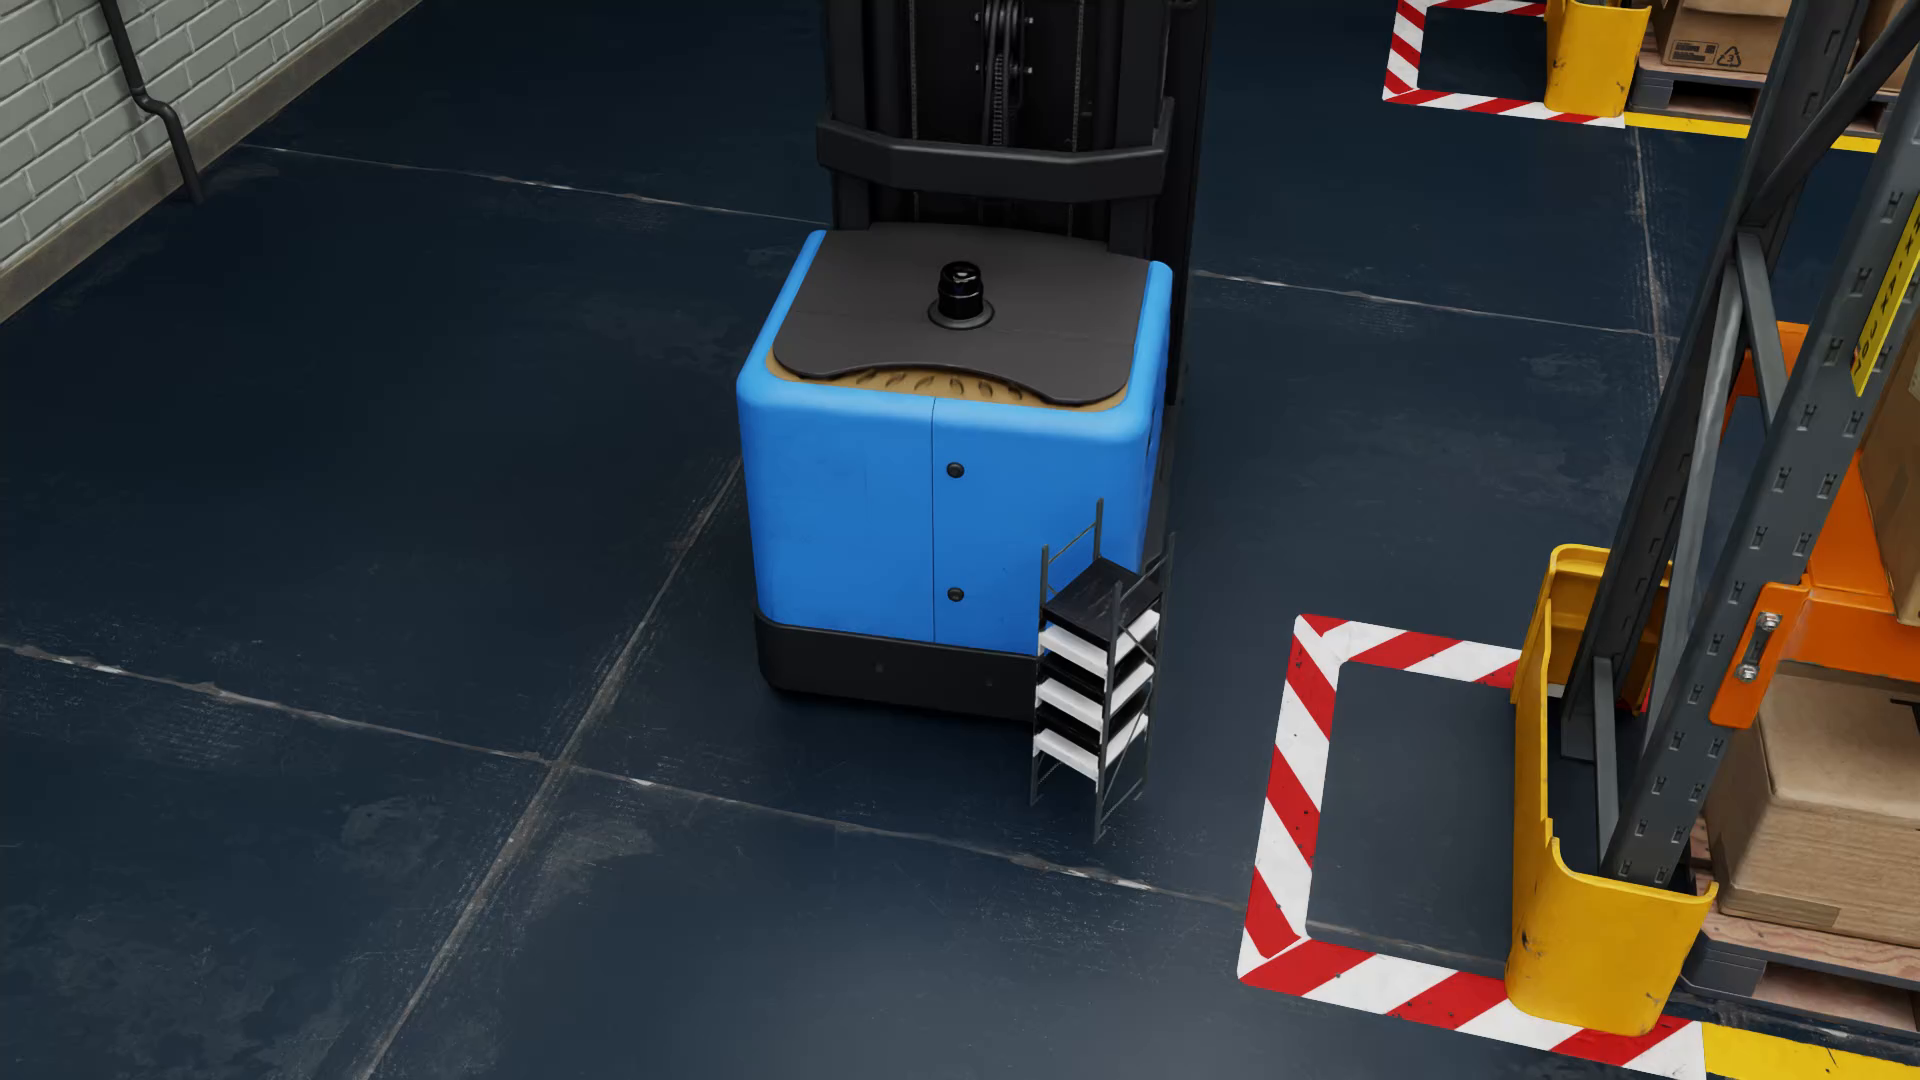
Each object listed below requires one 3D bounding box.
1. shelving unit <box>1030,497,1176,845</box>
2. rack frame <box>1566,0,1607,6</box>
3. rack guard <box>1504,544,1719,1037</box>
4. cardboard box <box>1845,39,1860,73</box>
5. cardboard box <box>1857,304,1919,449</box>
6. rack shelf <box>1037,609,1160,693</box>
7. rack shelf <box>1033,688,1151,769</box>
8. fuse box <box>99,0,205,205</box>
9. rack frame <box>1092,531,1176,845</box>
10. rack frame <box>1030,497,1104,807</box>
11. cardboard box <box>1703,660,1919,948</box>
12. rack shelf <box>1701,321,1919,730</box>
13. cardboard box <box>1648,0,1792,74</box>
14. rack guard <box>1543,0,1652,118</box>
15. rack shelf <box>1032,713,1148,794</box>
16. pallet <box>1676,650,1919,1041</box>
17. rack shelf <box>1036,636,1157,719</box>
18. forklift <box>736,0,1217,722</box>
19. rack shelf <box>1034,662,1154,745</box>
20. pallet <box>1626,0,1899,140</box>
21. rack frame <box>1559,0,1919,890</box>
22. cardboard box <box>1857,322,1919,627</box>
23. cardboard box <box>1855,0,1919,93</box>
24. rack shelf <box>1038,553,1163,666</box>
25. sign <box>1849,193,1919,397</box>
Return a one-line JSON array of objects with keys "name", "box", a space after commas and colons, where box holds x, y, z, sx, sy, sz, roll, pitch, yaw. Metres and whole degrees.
[{"name": "shelving unit", "box": [0.343, 0.344, 4.140, 0.210, 0.900, 0.258, 28, 47, 28]}, {"name": "rack frame", "box": [2.907, -3.453, 7.030, 0.127, 3.000, 1.000, 10, 41, 11]}, {"name": "rack guard", "box": [1.604, 0.584, 4.166, 0.348, 0.500, 1.175, 10, 41, 11]}, {"name": "cardboard box", "box": [3.874, -2.267, 7.507, 0.250, 0.149, 0.380, 8, 41, 10]}, {"name": "cardboard box", "box": [2.162, -0.492, 3.425, 0.500, 0.500, 0.500, 10, 41, 12]}, {"name": "rack shelf", "box": [0.344, 0.232, 4.046, 0.200, 0.077, 0.258, 28, 47, 28]}, {"name": "rack shelf", "box": [0.343, 0.438, 4.220, 0.200, 0.077, 0.258, 28, 47, 28]}, {"name": "fuse box", "box": [-3.142, -2.079, 6.395, 0.414, 1.711, 0.539, 10, 41, 11]}, {"name": "rack frame", "box": [0.423, 0.385, 4.092, 0.006, 0.900, 0.240, 28, 47, 28]}, {"name": "rack frame", "box": [0.264, 0.302, 4.189, 0.006, 0.900, 0.240, 28, 47, 28]}, {"name": "cardboard box", "box": [2.291, 0.499, 3.989, 0.875, 0.438, 0.875, 8, 41, 10]}, {"name": "rack shelf", "box": [3.560, 0.239, 3.193, 4.000, 0.370, 1.077, 10, 41, 11]}, {"name": "cardboard box", "box": [3.473, -2.498, 7.506, 0.637, 0.503, 0.797, 8, 41, 10]}, {"name": "rack guard", "box": [2.980, -2.484, 7.819, 0.348, 0.500, 1.175, 10, 41, 11]}, {"name": "rack shelf", "box": [0.343, 0.506, 4.278, 0.200, 0.077, 0.258, 28, 47, 28]}, {"name": "pallet", "box": [2.420, 0.783, 4.154, 1.213, 0.211, 1.003, 10, 41, 11]}, {"name": "rack shelf", "box": [0.344, 0.300, 4.104, 0.200, 0.077, 0.258, 28, 47, 28]}, {"name": "forklift", "box": [0.202, -1.559, 4.827, 1.130, 2.935, 3.031, 7, 40, 8]}, {"name": "rack shelf", "box": [0.343, 0.369, 4.162, 0.200, 0.077, 0.258, 28, 47, 28]}, {"name": "pallet", "box": [3.751, -2.241, 7.754, 1.213, 0.211, 1.003, 10, 41, 11]}, {"name": "rack frame", "box": [1.628, -0.369, 3.357, 0.127, 3.000, 1.000, 10, 41, 11]}, {"name": "cardboard box", "box": [2.017, -0.149, 3.018, 0.500, 0.500, 0.500, 9, 41, 11]}, {"name": "cardboard box", "box": [4.289, -2.330, 7.309, 0.500, 0.500, 0.700, 11, 41, 13]}, {"name": "rack shelf", "box": [0.344, 0.163, 3.987, 0.200, 0.077, 0.258, 28, 47, 28]}, {"name": "sign", "box": [1.478, -0.387, 2.644, 0.005, 0.325, 0.100, 10, 41, 11]}]
